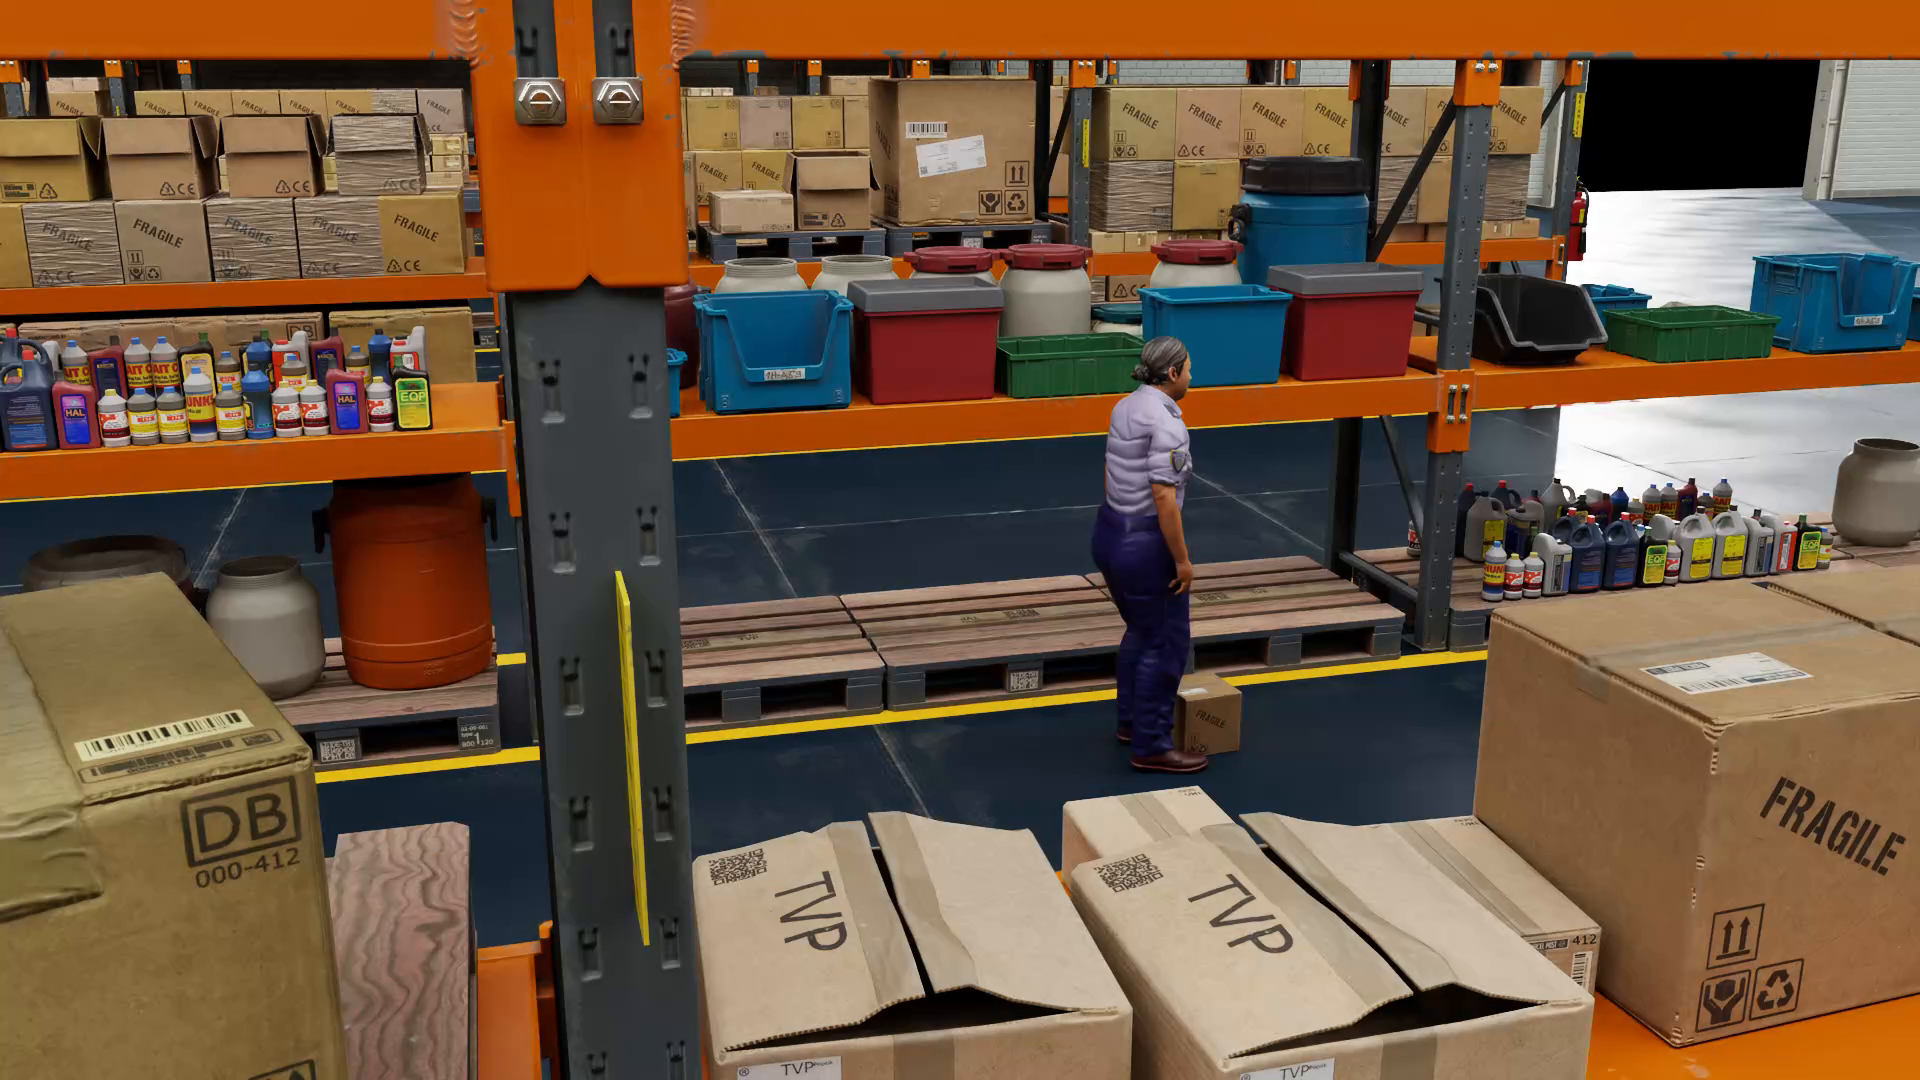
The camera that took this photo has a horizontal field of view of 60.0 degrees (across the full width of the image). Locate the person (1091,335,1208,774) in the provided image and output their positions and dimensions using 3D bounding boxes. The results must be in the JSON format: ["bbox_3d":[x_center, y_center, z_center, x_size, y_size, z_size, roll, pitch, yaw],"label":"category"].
[{"bbox_3d":[0.747,0.041,6.405,0.420,1.652,0.564,-5,17,-18],"label":"person"}]
